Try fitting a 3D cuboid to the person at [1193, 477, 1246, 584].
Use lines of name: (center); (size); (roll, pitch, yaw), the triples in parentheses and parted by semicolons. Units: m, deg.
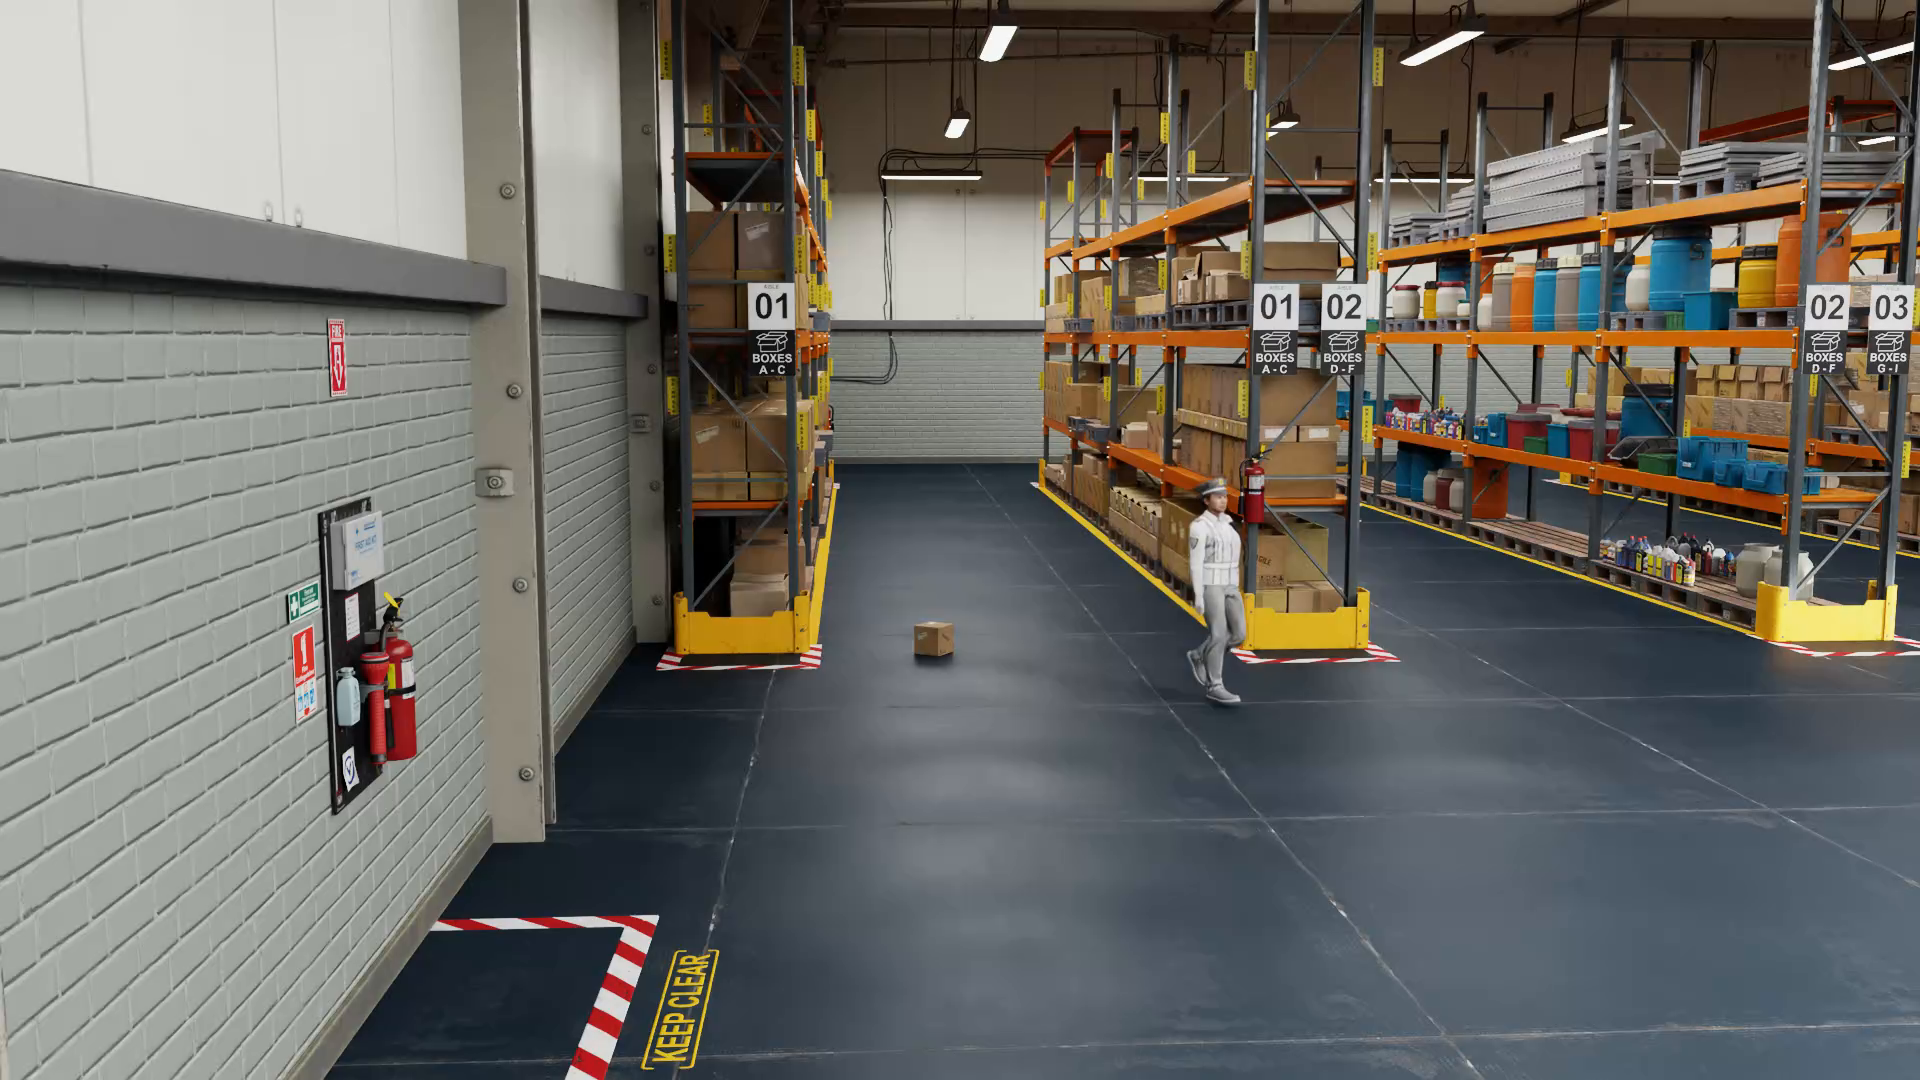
person: (1.923, -0.061, 12.433); (0.367, 0.832, 0.341); (-7, 10, -44)
